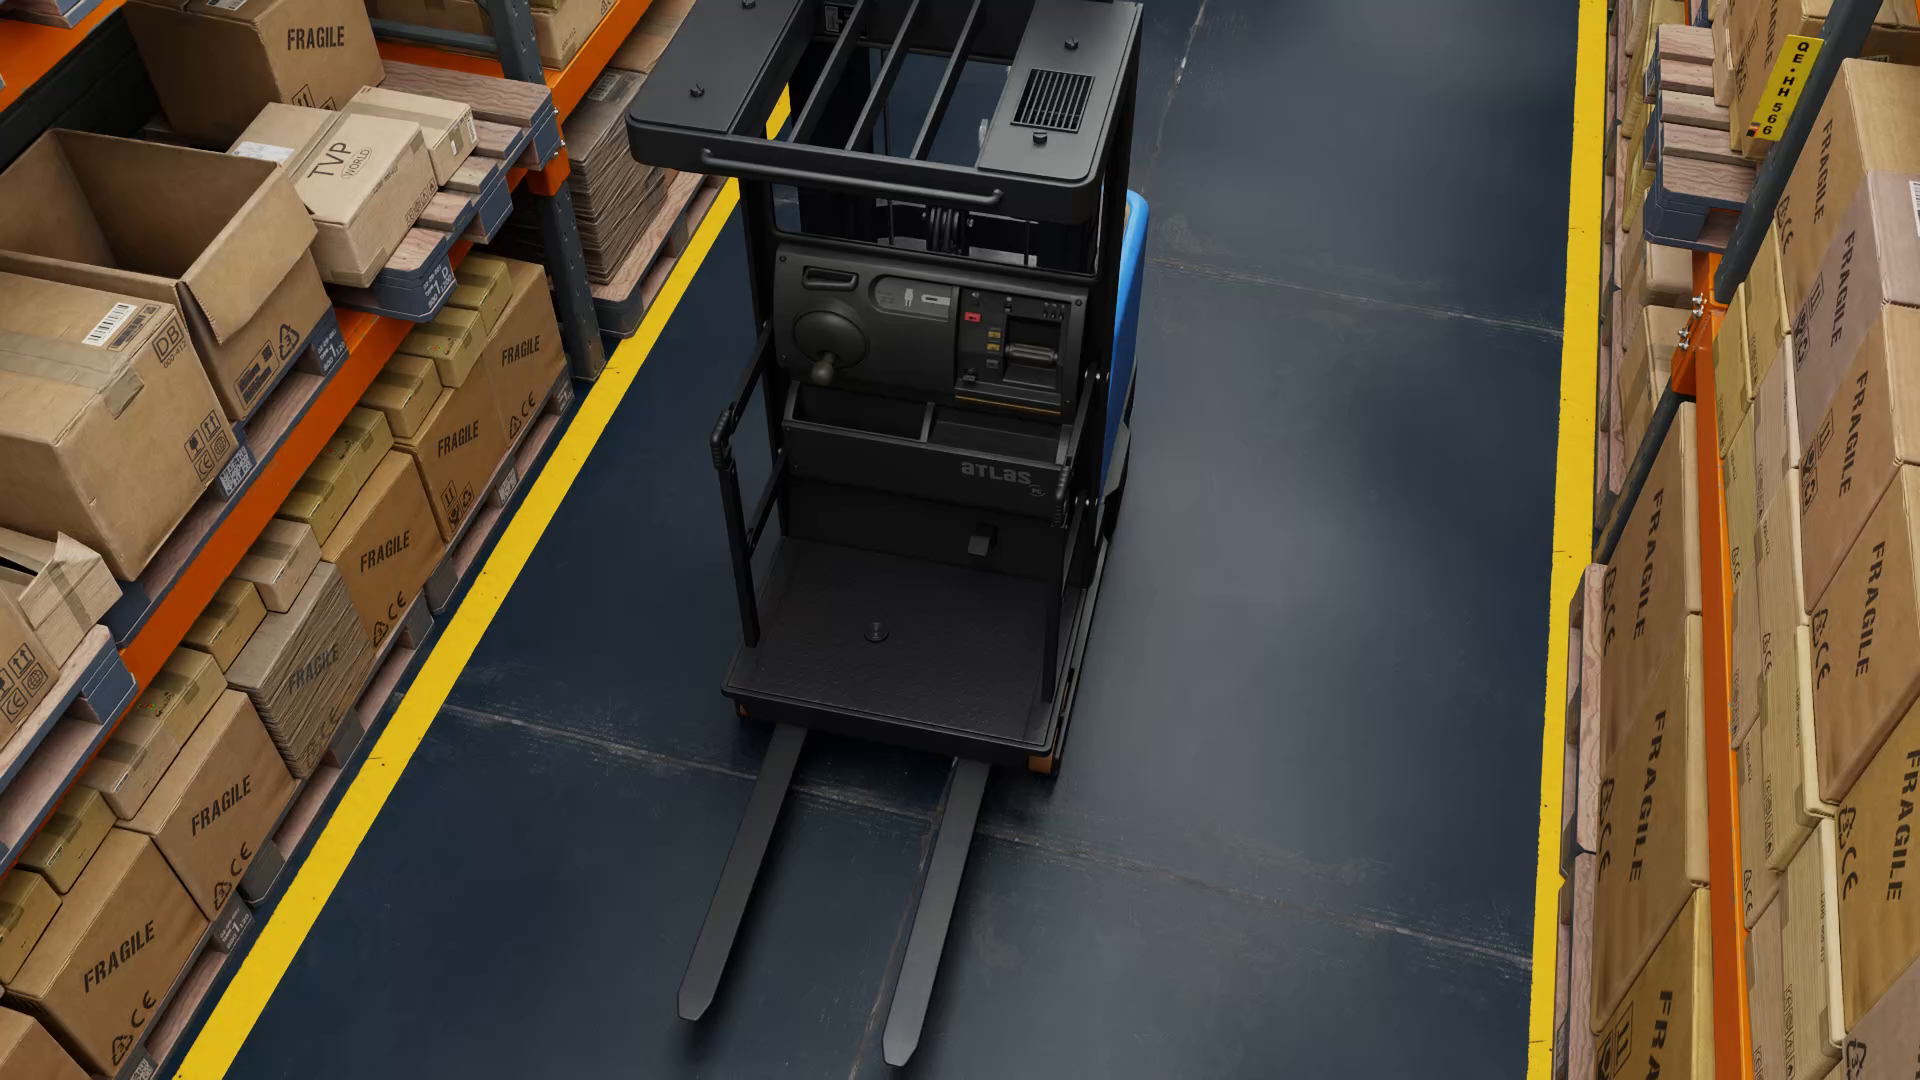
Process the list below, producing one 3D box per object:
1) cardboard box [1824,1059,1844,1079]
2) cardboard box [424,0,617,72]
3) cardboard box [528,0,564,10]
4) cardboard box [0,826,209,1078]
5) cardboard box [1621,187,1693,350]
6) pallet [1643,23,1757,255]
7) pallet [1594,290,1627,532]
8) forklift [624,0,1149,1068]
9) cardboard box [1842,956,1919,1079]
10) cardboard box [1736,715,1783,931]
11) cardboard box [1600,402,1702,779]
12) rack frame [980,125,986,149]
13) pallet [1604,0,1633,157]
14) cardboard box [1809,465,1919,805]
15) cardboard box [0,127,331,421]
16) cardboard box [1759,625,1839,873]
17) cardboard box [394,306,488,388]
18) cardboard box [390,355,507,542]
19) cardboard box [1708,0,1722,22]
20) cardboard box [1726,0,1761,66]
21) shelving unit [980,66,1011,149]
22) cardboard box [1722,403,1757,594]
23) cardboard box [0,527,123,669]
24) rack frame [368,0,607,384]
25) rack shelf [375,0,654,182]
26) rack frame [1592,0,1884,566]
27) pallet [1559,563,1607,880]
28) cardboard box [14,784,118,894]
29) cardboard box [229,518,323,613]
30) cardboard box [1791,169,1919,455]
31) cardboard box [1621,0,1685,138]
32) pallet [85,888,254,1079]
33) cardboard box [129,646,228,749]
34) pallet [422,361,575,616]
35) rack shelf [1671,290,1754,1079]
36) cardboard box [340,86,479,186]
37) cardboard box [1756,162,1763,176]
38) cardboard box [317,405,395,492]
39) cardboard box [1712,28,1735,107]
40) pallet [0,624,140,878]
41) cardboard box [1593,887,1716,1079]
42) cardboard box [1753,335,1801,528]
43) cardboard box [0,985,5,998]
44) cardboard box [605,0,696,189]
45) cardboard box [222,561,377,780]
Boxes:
[{"bbox_3d":[1.781,1.248,2.915,0.500,0.250,0.500,13,50,11],"label":"cardboard box"},{"bbox_3d":[-1.609,-2.000,6.115,0.500,0.250,0.500,12,50,10],"label":"cardboard box"},{"bbox_3d":[-1.585,-2.160,5.923,0.500,0.250,0.500,12,50,10],"label":"cardboard box"},{"bbox_3d":[-2.540,1.112,4.655,0.500,0.500,0.500,11,49,10],"label":"cardboard box"},{"bbox_3d":[3.173,-1.012,6.615,0.950,0.372,0.625,11,49,9],"label":"cardboard box"},{"bbox_3d":[2.913,-1.273,5.501,1.213,0.211,1.003,12,50,10],"label":"pallet"},{"bbox_3d":[3.035,-0.442,6.500,1.003,0.211,1.213,12,50,10],"label":"pallet"},{"bbox_3d":[-0.141,-0.510,4.745,1.130,2.935,3.031,10,49,9],"label":"forklift"},{"bbox_3d":[1.779,0.981,2.650,0.500,0.500,0.500,12,50,11],"label":"cardboard box"},{"bbox_3d":[2.068,0.665,3.763,0.500,0.250,0.500,12,50,10],"label":"cardboard box"},{"bbox_3d":[2.566,0.247,5.168,0.875,0.875,0.875,11,50,10],"label":"cardboard box"},{"bbox_3d":[0.190,-1.064,6.389,0.240,1.200,0.015,10,49,9],"label":"rack frame"},{"bbox_3d":[3.677,-2.207,8.057,1.003,0.211,1.213,12,50,10],"label":"pallet"},{"bbox_3d":[2.054,0.241,3.303,0.500,0.500,0.500,12,50,11],"label":"cardboard box"},{"bbox_3d":[-2.213,-0.733,4.547,0.797,0.503,0.637,11,49,9],"label":"cardboard box"},{"bbox_3d":[2.030,0.498,3.577,0.500,0.250,0.500,12,50,11],"label":"cardboard box"},{"bbox_3d":[-1.889,-0.693,5.815,0.380,0.149,0.250,9,49,8],"label":"cardboard box"},{"bbox_3d":[-2.008,-0.380,5.972,0.500,0.500,0.500,11,49,9],"label":"cardboard box"},{"bbox_3d":[2.844,-1.921,5.832,0.380,0.149,0.250,12,50,11],"label":"cardboard box"},{"bbox_3d":[2.805,-1.830,5.320,0.500,0.500,0.500,11,49,9],"label":"cardboard box"},{"bbox_3d":[0.245,-1.242,6.546,0.258,1.200,0.503,10,49,9],"label":"shelving unit"},{"bbox_3d":[2.338,-0.071,4.412,0.500,0.250,0.500,10,49,9],"label":"cardboard box"},{"bbox_3d":[-2.279,0.093,3.977,0.396,0.266,0.258,14,50,12],"label":"cardboard box"},{"bbox_3d":[-1.962,-1.777,5.818,1.000,3.000,0.127,12,50,10],"label":"rack frame"},{"bbox_3d":[-1.435,-2.985,7.364,1.077,0.370,4.000,12,50,10],"label":"rack shelf"},{"bbox_3d":[2.828,-0.800,4.955,1.000,3.000,0.127,12,50,10],"label":"rack frame"},{"bbox_3d":[2.548,0.678,5.511,1.003,0.211,1.213,12,50,10],"label":"pallet"},{"bbox_3d":[-2.550,0.779,4.517,0.380,0.149,0.250,11,49,9],"label":"cardboard box"},{"bbox_3d":[-2.224,0.057,5.153,0.380,0.149,0.250,9,49,8],"label":"cardboard box"},{"bbox_3d":[2.341,-0.495,3.952,0.500,0.500,0.500,12,50,10],"label":"cardboard box"},{"bbox_3d":[3.559,-2.062,7.542,0.950,0.372,0.625,14,50,12],"label":"cardboard box"},{"bbox_3d":[-2.837,1.443,4.835,1.003,0.211,1.213,12,50,10],"label":"pallet"},{"bbox_3d":[-2.380,0.426,4.828,0.380,0.149,0.250,13,50,11],"label":"cardboard box"},{"bbox_3d":[-2.195,-0.322,6.393,1.003,0.211,1.213,12,50,10],"label":"pallet"},{"bbox_3d":[2.301,0.885,3.948,1.077,0.370,4.000,12,50,10],"label":"rack shelf"},{"bbox_3d":[-1.765,-1.282,5.268,0.380,0.149,0.250,12,50,11],"label":"cardboard box"},{"bbox_3d":[2.687,-1.139,5.142,0.380,0.149,0.250,13,50,11],"label":"cardboard box"},{"bbox_3d":[-2.115,-0.329,5.494,0.380,0.149,0.250,13,50,11],"label":"cardboard box"},{"bbox_3d":[2.711,-1.539,5.495,0.380,0.149,0.250,11,50,10],"label":"cardboard box"},{"bbox_3d":[-2.699,0.623,3.827,1.003,0.211,1.213,12,50,10],"label":"pallet"},{"bbox_3d":[2.091,1.538,4.029,0.875,0.875,0.875,13,50,11],"label":"cardboard box"},{"bbox_3d":[2.319,-0.224,4.214,0.500,0.250,0.500,13,50,11],"label":"cardboard box"},{"bbox_3d":[-2.665,1.167,4.173,0.380,0.149,0.250,10,49,9],"label":"cardboard box"},{"bbox_3d":[-1.620,-2.053,7.365,0.875,0.625,0.625,13,50,11],"label":"cardboard box"},{"bbox_3d":[-2.262,0.378,5.303,0.500,0.500,0.500,10,49,9],"label":"cardboard box"}]
